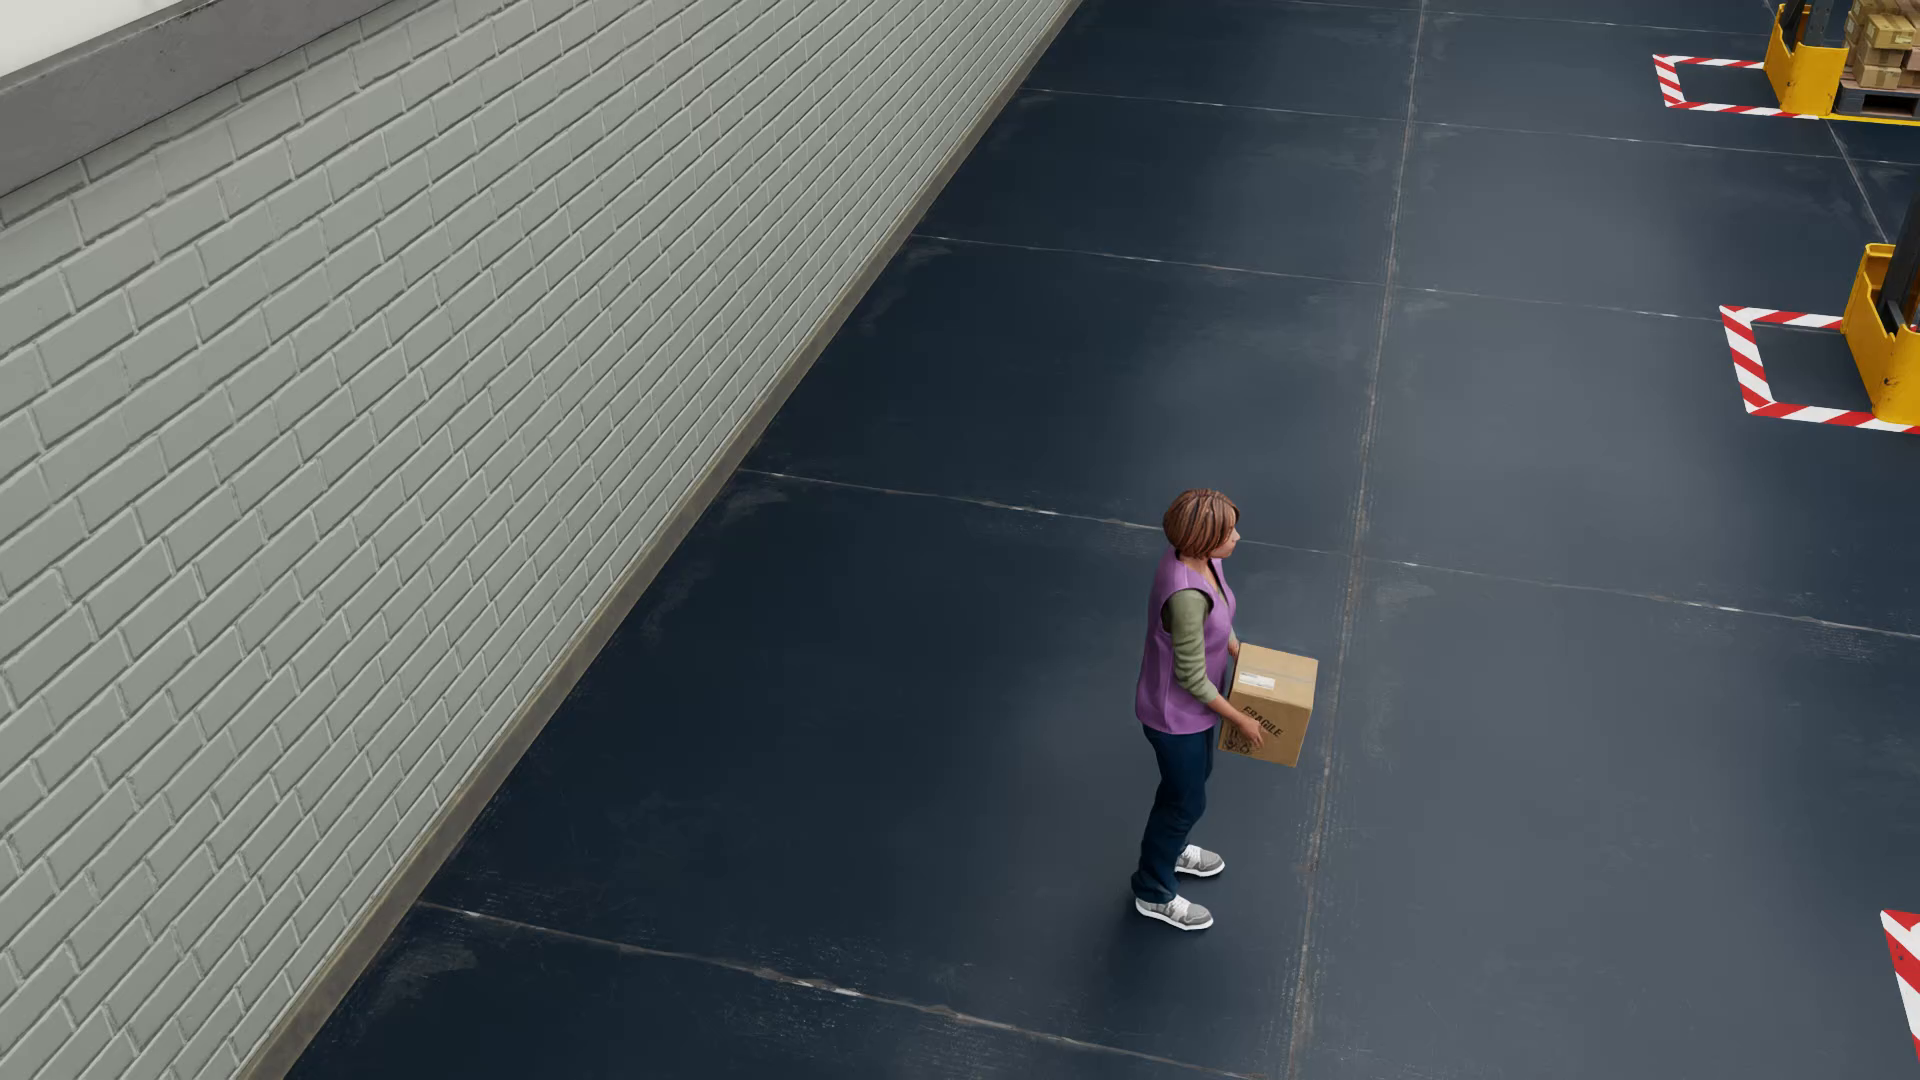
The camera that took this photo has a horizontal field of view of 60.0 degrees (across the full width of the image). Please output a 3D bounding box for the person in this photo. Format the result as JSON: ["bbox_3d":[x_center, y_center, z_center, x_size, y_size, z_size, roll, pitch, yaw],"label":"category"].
[{"bbox_3d":[0.892,2.655,0.644,3.134,3.194,10.230,8,34,12],"label":"person"}]
